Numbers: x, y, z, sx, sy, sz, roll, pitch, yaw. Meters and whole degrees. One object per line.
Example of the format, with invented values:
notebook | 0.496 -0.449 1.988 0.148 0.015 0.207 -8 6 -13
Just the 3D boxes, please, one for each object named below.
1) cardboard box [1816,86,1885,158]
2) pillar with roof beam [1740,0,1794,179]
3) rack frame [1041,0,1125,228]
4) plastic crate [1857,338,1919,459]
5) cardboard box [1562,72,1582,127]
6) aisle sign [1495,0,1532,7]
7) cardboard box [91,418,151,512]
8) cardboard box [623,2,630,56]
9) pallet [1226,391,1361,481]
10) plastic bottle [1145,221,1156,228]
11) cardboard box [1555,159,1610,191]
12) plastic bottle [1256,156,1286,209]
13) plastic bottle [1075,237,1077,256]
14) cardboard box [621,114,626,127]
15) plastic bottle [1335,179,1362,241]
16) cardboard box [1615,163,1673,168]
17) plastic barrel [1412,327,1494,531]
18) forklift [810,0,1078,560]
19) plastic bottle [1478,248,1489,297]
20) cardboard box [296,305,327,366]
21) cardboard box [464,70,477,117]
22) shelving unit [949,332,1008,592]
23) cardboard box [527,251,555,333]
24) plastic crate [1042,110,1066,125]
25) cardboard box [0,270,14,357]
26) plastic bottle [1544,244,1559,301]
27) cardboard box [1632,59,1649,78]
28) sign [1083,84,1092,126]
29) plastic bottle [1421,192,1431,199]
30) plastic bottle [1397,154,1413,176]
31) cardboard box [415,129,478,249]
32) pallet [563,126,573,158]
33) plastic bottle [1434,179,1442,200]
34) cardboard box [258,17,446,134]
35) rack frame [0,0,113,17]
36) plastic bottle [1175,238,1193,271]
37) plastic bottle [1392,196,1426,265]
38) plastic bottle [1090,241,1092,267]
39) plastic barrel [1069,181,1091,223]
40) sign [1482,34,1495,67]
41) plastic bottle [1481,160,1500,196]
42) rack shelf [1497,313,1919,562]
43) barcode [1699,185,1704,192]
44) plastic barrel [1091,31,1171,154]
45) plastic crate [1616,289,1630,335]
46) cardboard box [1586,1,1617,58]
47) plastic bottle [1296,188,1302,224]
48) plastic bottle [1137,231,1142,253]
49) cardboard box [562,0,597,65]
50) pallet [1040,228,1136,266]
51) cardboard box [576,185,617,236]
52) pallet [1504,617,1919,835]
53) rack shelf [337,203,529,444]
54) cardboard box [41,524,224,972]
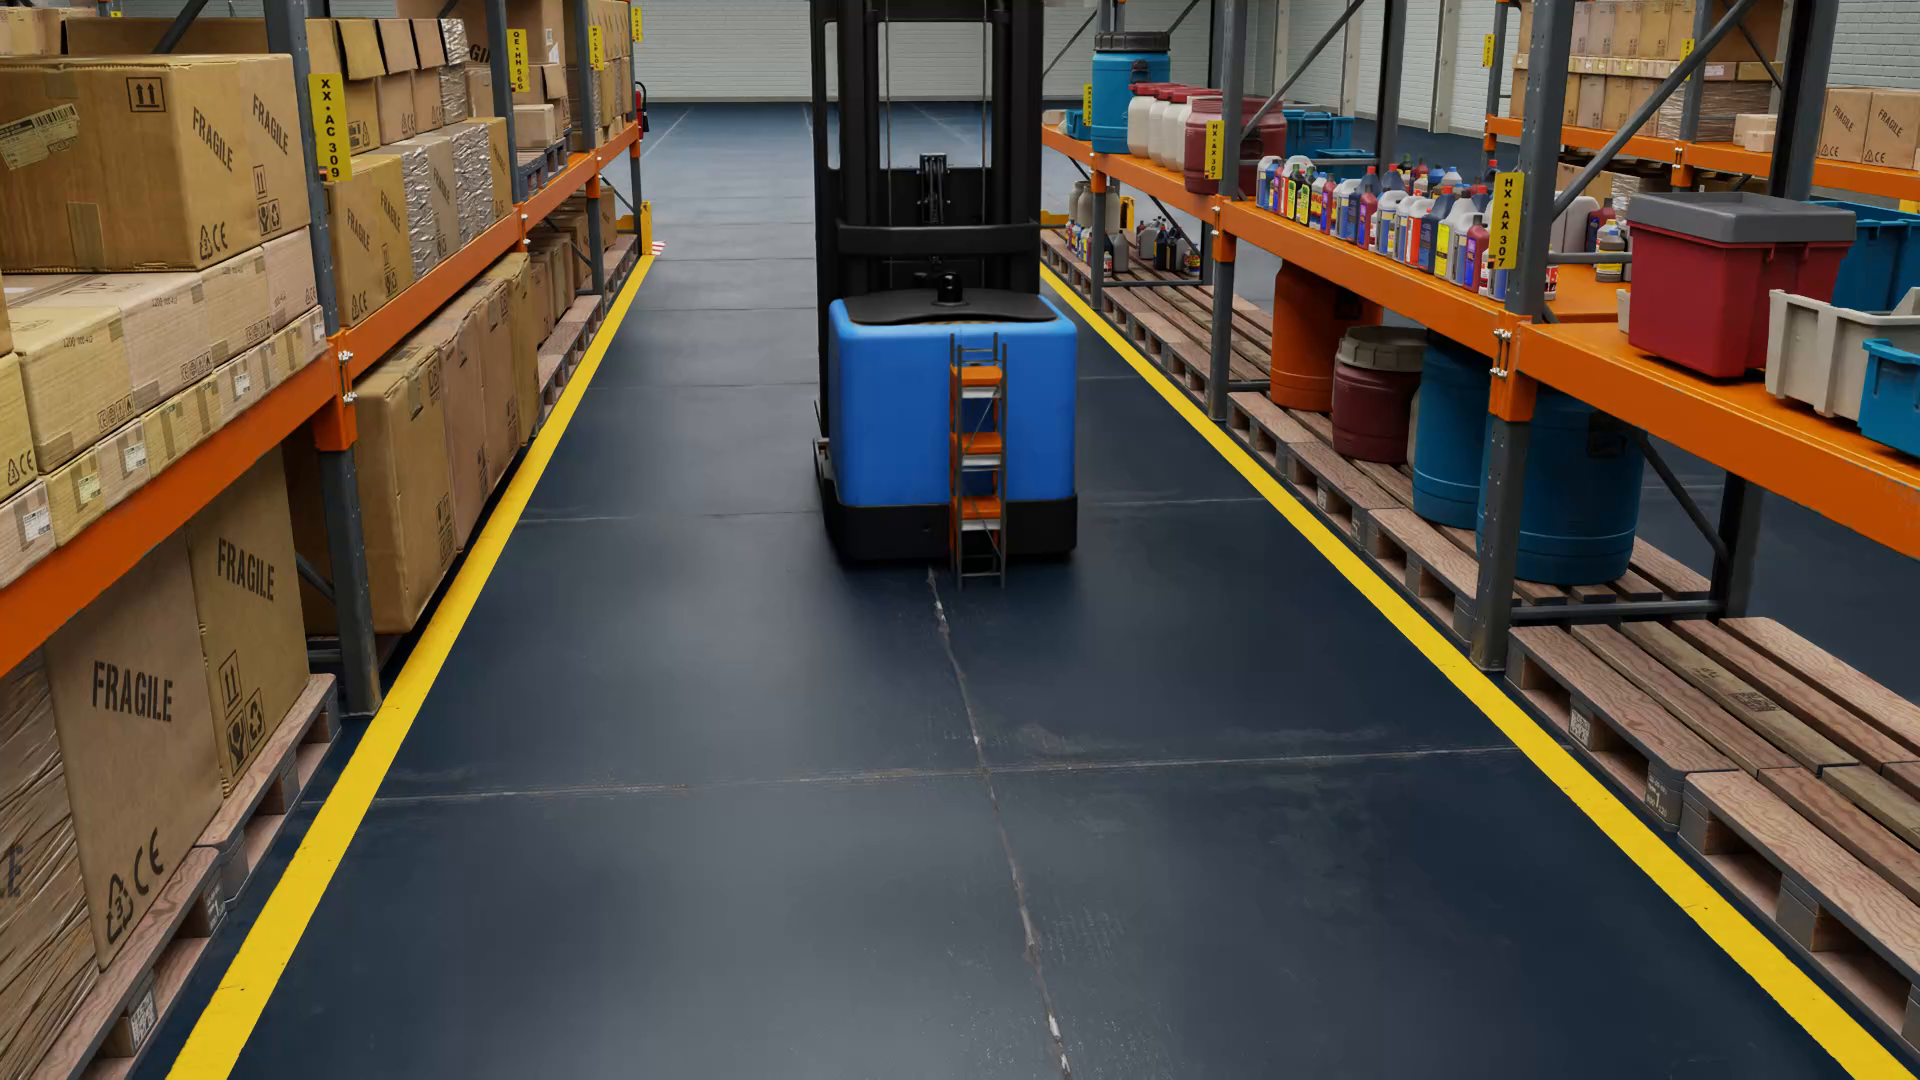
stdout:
cardboard box | 6.628 -3.169 12.598 0.500 0.500 0.500 -1 17 -2
pillar with roof beam | 7.057 -9.189 21.923 9.100 9.000 0.400 -2 18 -6
rack frame | 1.171 -4.548 17.155 1.000 3.000 0.127 -2 18 -6
plastic crate | 2.354 -0.334 3.911 0.416 0.233 0.300 -2 18 -6
cardboard box | 6.238 -4.304 16.210 0.700 0.500 0.500 -2 18 -5
aisle sign | 5.787 -5.950 17.282 0.394 0.787 0.004 -2 18 -6
cardboard box | -2.002 -0.160 3.599 0.380 0.149 0.250 -1 17 -5
cardboard box | -3.453 -4.905 15.961 0.500 0.500 0.500 -2 18 -6
pallet | 2.119 -0.600 9.237 1.003 0.211 1.213 -2 18 -6
plastic bottle | 1.795 -2.849 15.556 0.152 0.276 0.135 -2 18 -5
cardboard box | 6.050 -3.482 16.397 0.500 0.500 0.500 -2 18 -6
plastic bottle | 1.719 -1.966 9.139 0.152 0.276 0.135 -2 18 -6
plastic bottle | 1.104 -2.711 15.243 0.097 0.201 0.097 0 17 0
cardboard box | -3.419 -4.049 15.986 0.380 0.149 0.250 -2 18 -6
plastic bottle | 1.862 -1.553 7.823 0.152 0.276 0.135 -2 18 -6
cardboard box | 6.618 -3.349 15.974 0.500 0.500 0.500 -2 18 -6
plastic barrel | 2.296 -0.545 7.209 0.600 0.901 0.708 -2 18 -6
forklift | -0.185 -1.709 8.227 1.130 2.935 3.031 -2 18 -7
plastic bottle | 2.007 -1.019 6.247 0.097 0.201 0.097 0 17 0
cardboard box | -2.161 -0.619 5.060 0.380 0.149 0.250 -2 18 -5
cardboard box | -3.026 -2.419 9.507 0.500 0.500 0.500 -4 18 -12
shelving unit | 0.074 -0.325 6.959 0.215 1.050 0.252 -2 18 -7
cardboard box | -3.213 -1.727 11.610 0.700 0.500 0.500 -3 18 -10
plastic crate | 0.943 -4.145 16.314 0.298 0.136 0.250 -2 18 -6
cardboard box | -1.997 -0.510 2.797 0.500 0.500 0.500 -2 18 -7
plastic bottle | 2.169 -0.995 6.169 0.097 0.201 0.097 0 17 0
cardboard box | 6.189 -4.169 14.700 0.380 0.149 0.250 -2 18 -6
sign | 1.035 -3.474 13.274 0.100 0.325 0.005 -2 18 -6
plastic bottle | 2.041 -1.396 7.332 0.097 0.271 0.097 0 17 0
plastic bottle | 2.462 -2.001 9.239 0.061 0.283 0.133 -2 18 -6
cardboard box | -2.531 -1.616 7.651 0.500 0.500 0.500 -2 18 -7
pallet | -3.409 -2.879 12.161 1.003 0.211 1.213 -2 18 -6
plastic bottle | 2.510 -1.772 8.644 0.097 0.201 0.097 0 17 0
cardboard box | -2.807 -2.125 7.596 0.797 0.503 0.637 -1 17 -4
rack frame | -8.700 -4.272 16.276 1.000 3.000 0.127 -2 18 -6
plastic bottle | 1.926 -2.470 14.351 0.152 0.276 0.135 -1 17 -4
plastic bottle | 1.943 -1.320 7.081 0.152 0.276 0.135 -2 18 -6
plastic bottle | 1.211 -2.542 14.455 0.144 0.351 0.185 -3 18 -8
plastic barrel | 1.315 -3.368 16.848 0.421 0.512 0.421 0 17 0
sign | 5.546 -5.135 17.449 0.100 0.325 0.005 -2 18 -6
plastic bottle | 2.555 -1.644 7.989 0.144 0.351 0.185 -2 18 -6
rack shelf | 2.615 -0.034 3.977 1.077 0.370 4.000 -2 18 -6
barcode | 6.123 -2.894 13.725 0.001 0.075 0.075 -2 18 -6
plastic barrel | 1.322 -3.471 12.888 0.600 0.901 0.708 -2 18 -6
plastic crate | 2.315 -0.732 5.342 0.396 0.136 0.243 -2 18 -6
cardboard box | 6.303 -4.755 15.483 0.700 0.500 0.500 -2 18 -6
plastic bottle | 1.765 -1.718 8.472 0.097 0.201 0.097 0 17 0
plastic bottle | 1.687 -2.762 15.405 0.097 0.201 0.097 0 17 0
cardboard box | -3.137 -4.012 13.115 0.500 0.500 0.500 -2 18 -6
pallet | 1.304 -2.954 16.734 1.003 0.211 1.213 -2 18 -6
cardboard box | -3.708 -3.216 16.385 0.500 0.500 0.500 1 17 5
pallet | 2.523 0.576 5.491 1.003 0.211 1.213 -2 18 -6
rack shelf | -2.724 -1.072 7.286 1.077 0.370 4.000 -2 18 -6
cardboard box | -2.437 0.461 4.047 0.875 0.875 0.875 -2 18 -6
